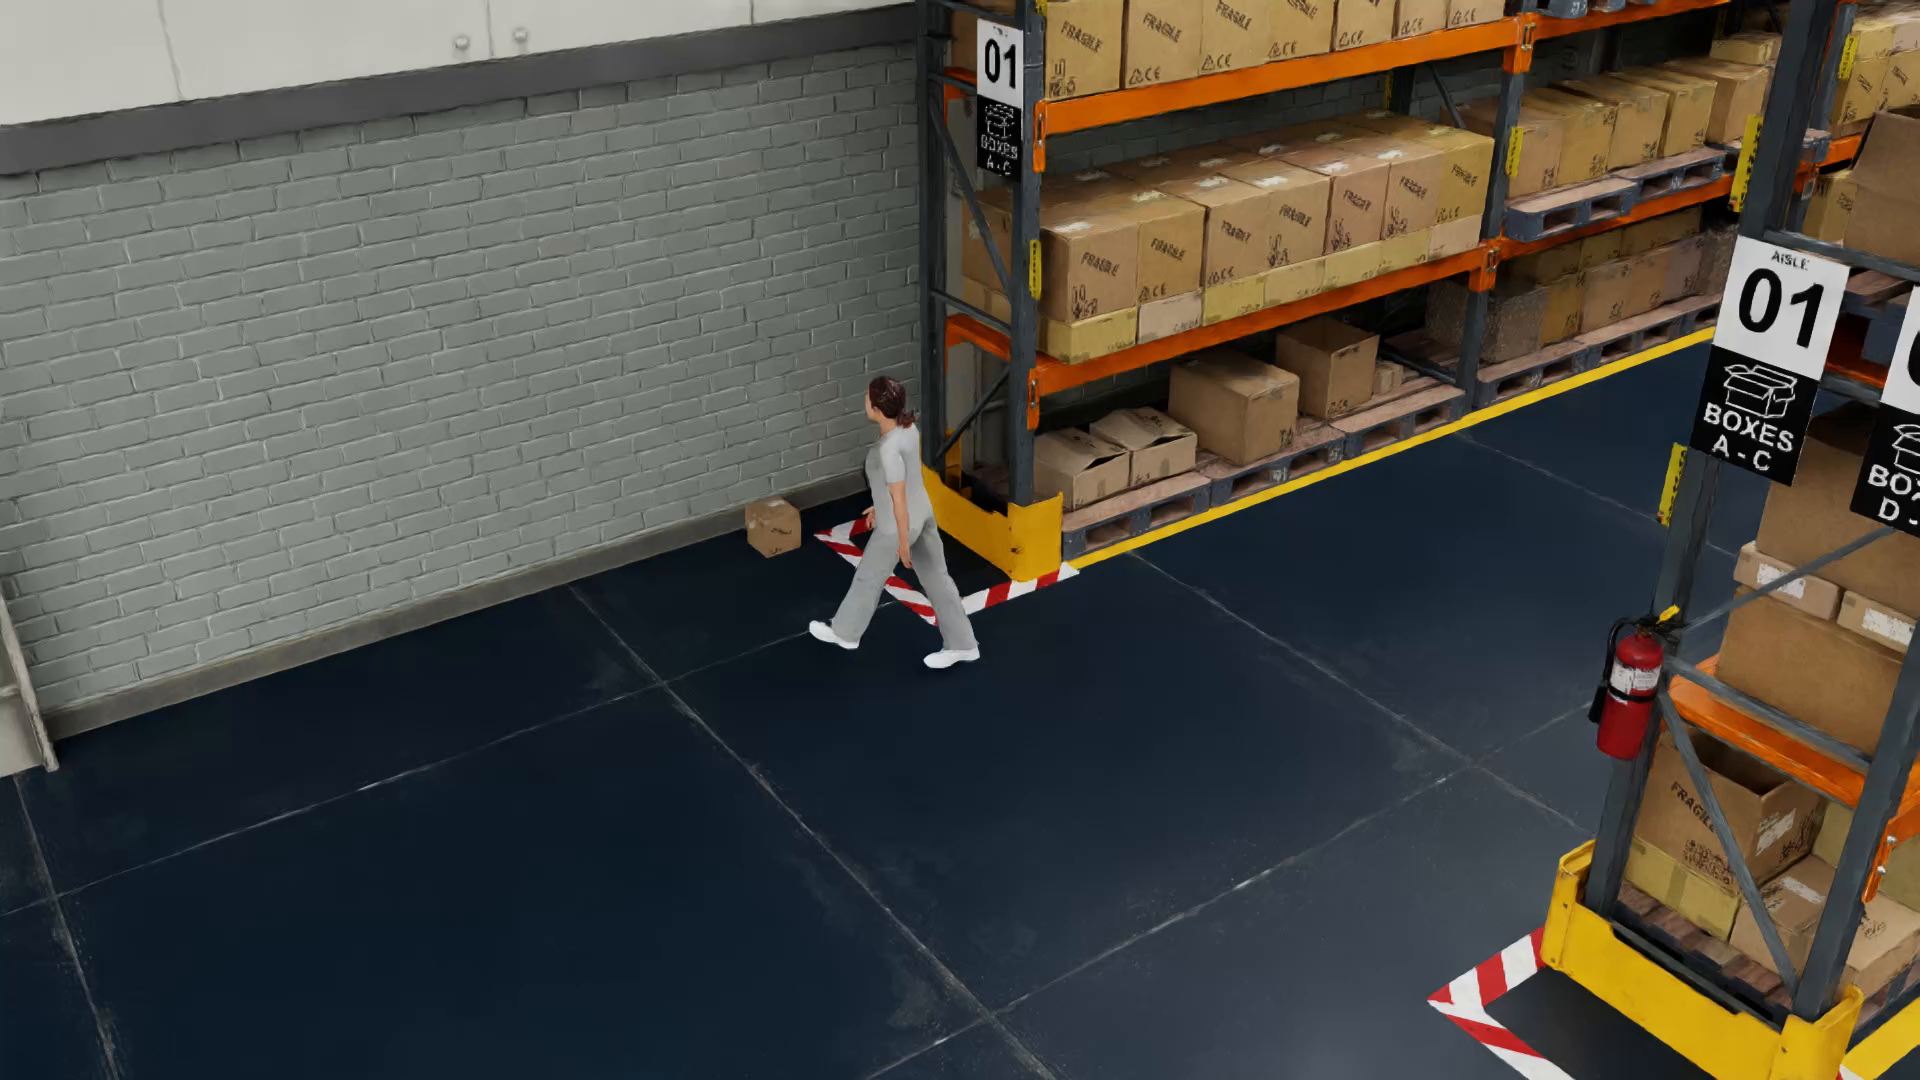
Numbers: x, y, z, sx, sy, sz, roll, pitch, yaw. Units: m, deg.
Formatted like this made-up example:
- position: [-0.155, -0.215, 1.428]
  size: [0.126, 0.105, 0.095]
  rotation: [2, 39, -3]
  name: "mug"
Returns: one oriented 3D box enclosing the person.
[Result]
- position: [-0.361, -0.104, 8.812]
  size: [0.953, 1.619, 0.470]
  rotation: [14, 32, 25]
  name: "person"
